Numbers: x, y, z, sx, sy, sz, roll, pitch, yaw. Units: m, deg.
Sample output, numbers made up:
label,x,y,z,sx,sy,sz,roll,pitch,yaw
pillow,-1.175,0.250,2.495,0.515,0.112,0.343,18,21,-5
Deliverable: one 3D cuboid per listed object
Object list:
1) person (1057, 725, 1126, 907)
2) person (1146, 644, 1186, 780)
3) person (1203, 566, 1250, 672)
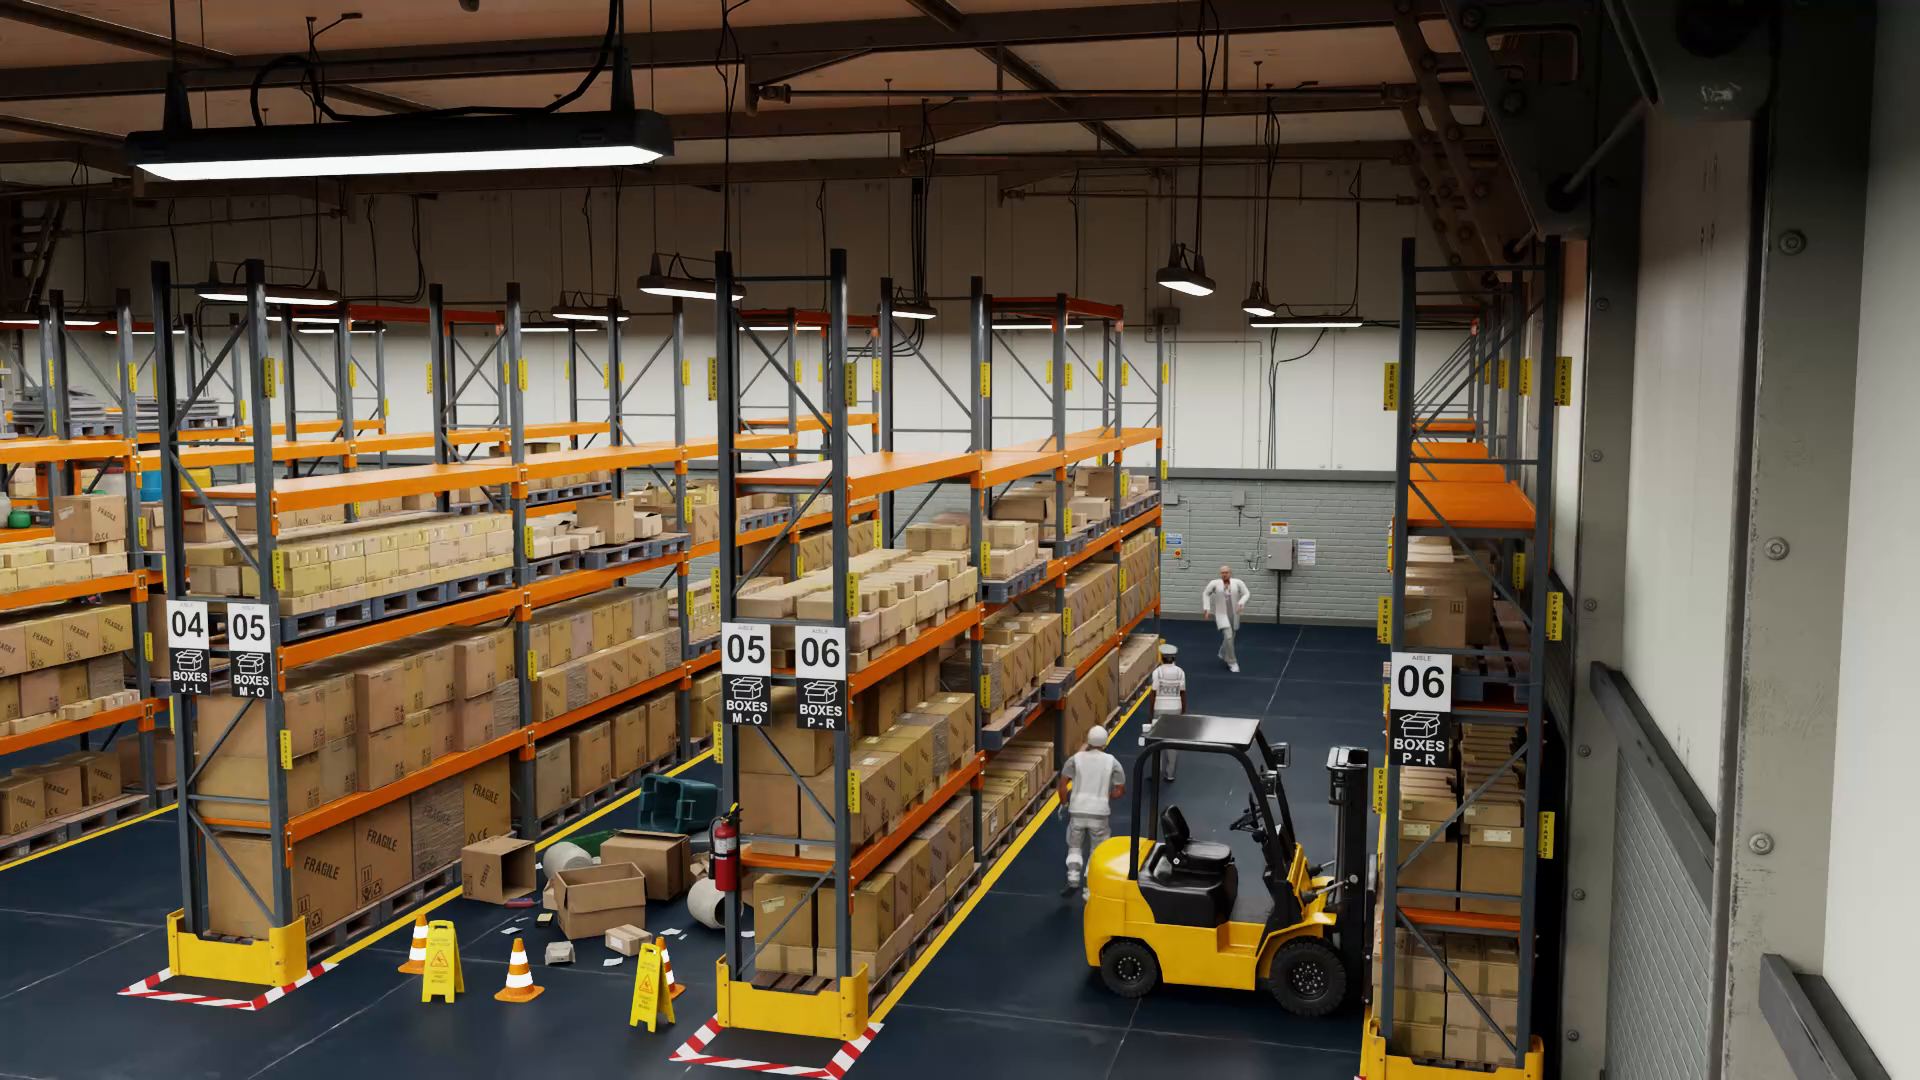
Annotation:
label,x,y,z,sx,sy,sz,roll,pitch,yaw
person,1.253,2.641,16.048,0.656,1.687,0.798,2,6,17
person,2.563,2.161,20.713,0.501,1.708,0.365,-1,6,-9
person,4.525,1.313,28.308,0.754,1.795,0.885,-1,6,-12
